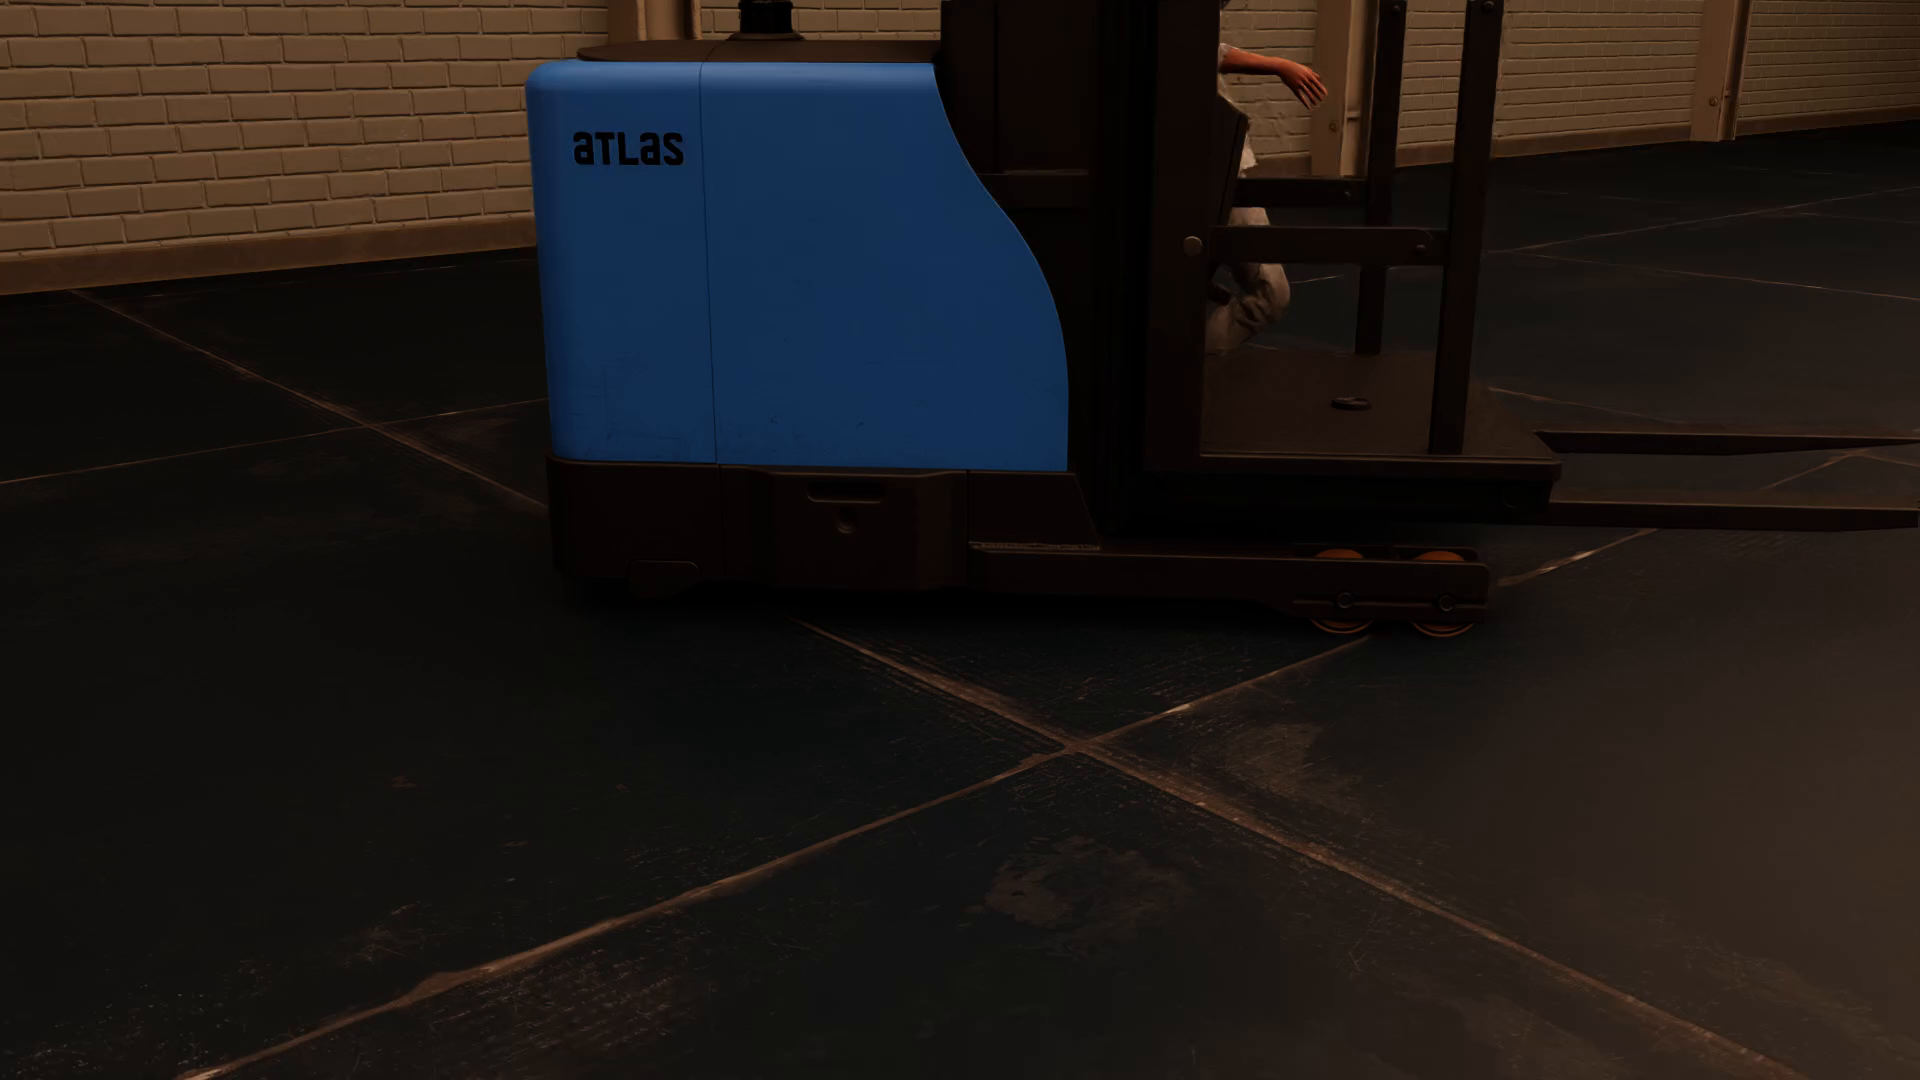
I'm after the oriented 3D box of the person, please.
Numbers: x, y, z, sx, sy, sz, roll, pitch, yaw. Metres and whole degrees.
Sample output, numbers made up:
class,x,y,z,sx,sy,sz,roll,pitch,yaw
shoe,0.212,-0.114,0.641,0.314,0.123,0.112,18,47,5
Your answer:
class,x,y,z,sx,sy,sz,roll,pitch,yaw
person,0.665,-0.974,4.616,0.686,1.366,0.917,-6,18,-18

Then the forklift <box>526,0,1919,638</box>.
class,x,y,z,sx,sy,sz,roll,pitch,yaw
forklift,0.703,-1.374,3.332,3.031,2.935,1.130,1,17,5
